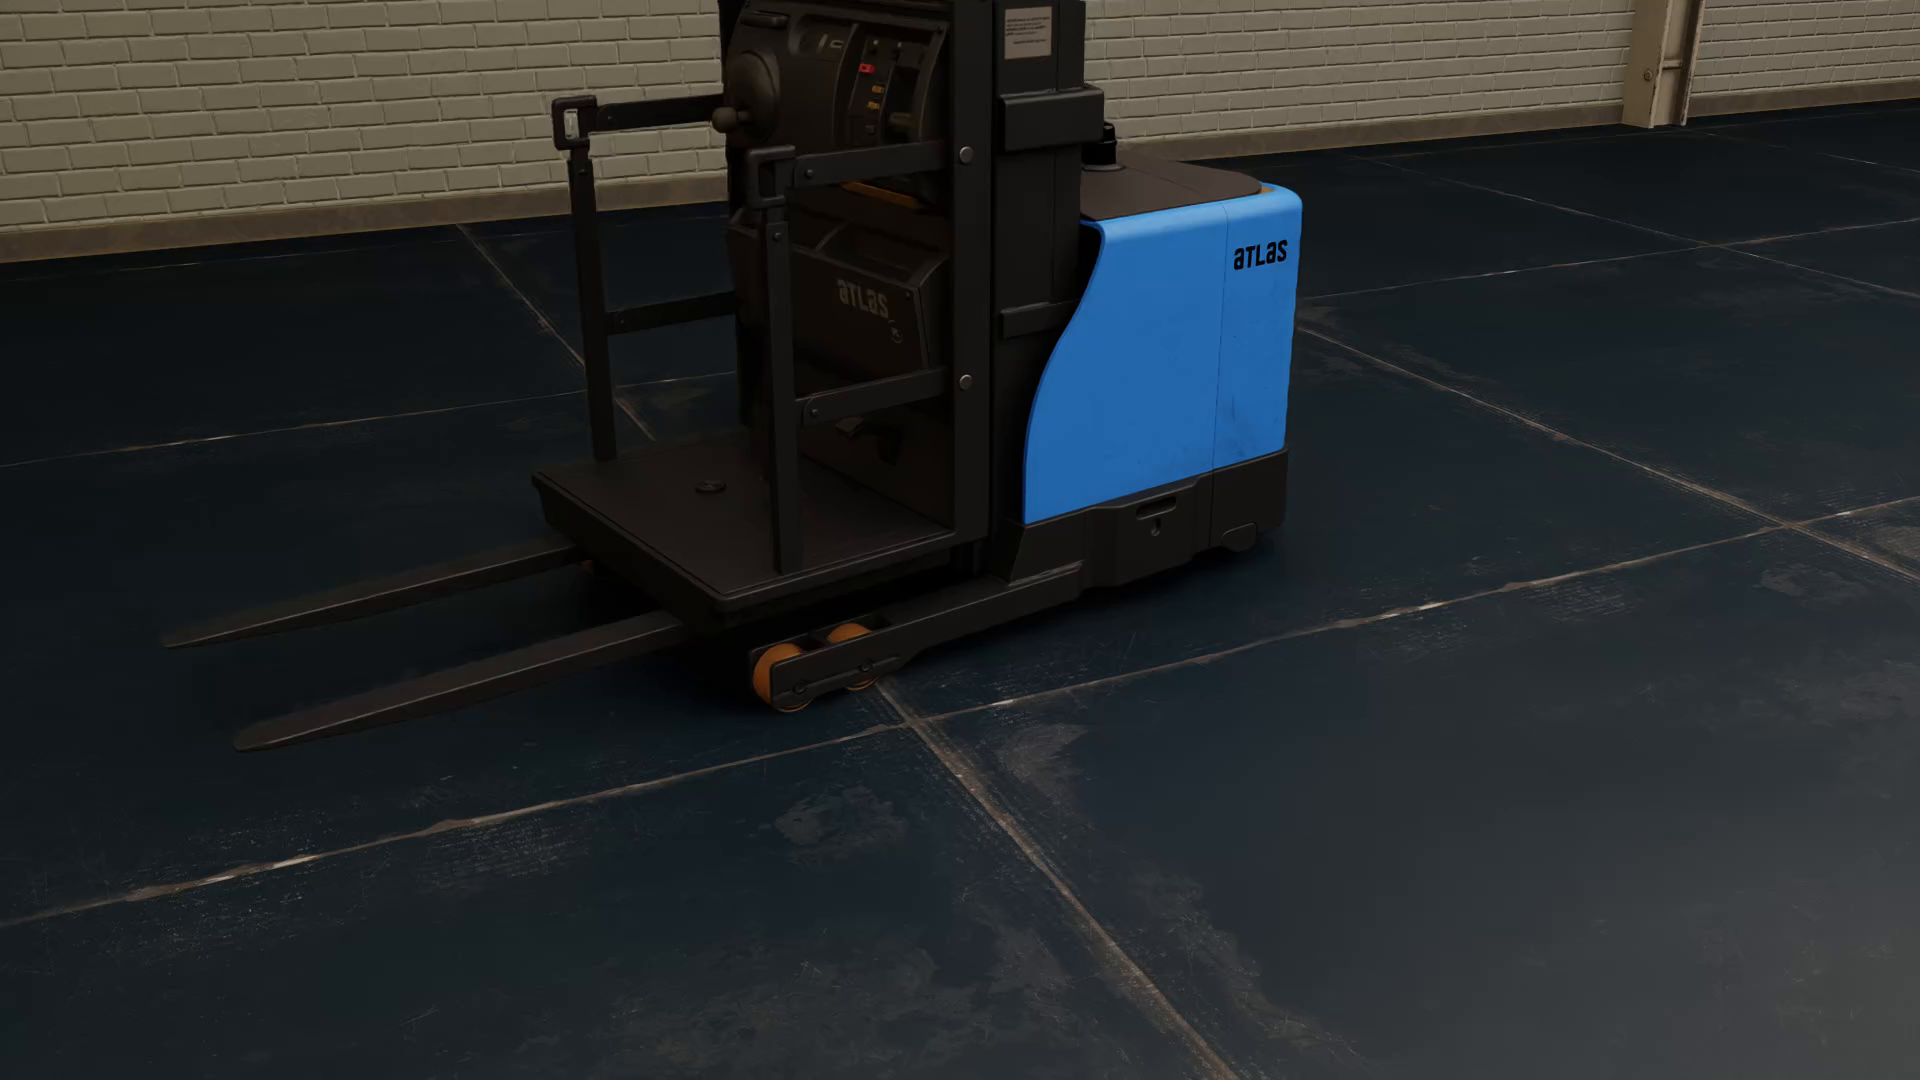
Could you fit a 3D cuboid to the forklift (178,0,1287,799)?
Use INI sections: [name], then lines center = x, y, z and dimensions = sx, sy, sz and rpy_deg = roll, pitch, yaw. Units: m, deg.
[forklift]
center = -0.444, -1.135, 4.018
dimensions = 3.031, 2.935, 1.130
rpy_deg = -21, 30, -40
